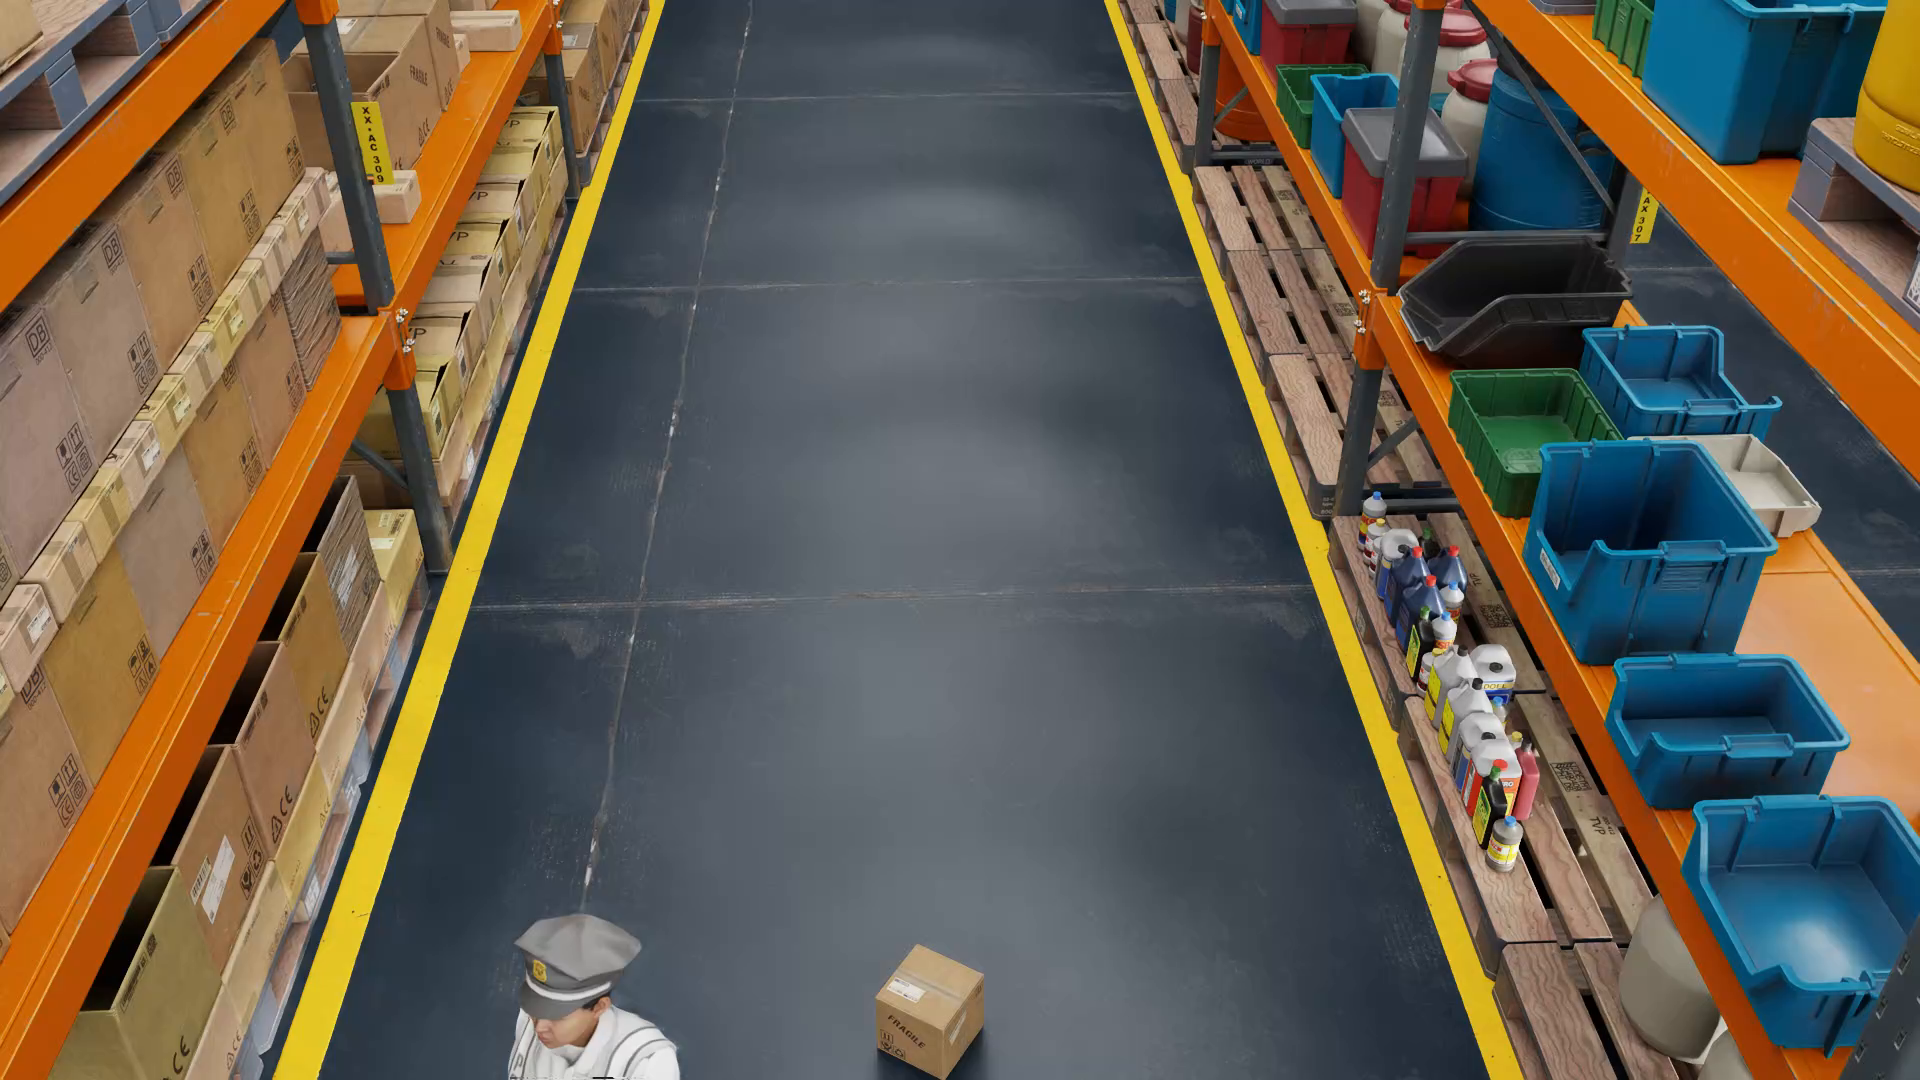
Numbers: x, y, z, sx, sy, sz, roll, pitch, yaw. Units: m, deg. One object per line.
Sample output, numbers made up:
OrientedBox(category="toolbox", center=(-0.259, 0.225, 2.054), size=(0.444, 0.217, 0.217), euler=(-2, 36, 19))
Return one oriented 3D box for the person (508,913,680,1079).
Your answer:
OrientedBox(category="person", center=(-0.810, 1.507, 3.983), size=(0.485, 1.643, 0.925), euler=(14, 38, 18))
